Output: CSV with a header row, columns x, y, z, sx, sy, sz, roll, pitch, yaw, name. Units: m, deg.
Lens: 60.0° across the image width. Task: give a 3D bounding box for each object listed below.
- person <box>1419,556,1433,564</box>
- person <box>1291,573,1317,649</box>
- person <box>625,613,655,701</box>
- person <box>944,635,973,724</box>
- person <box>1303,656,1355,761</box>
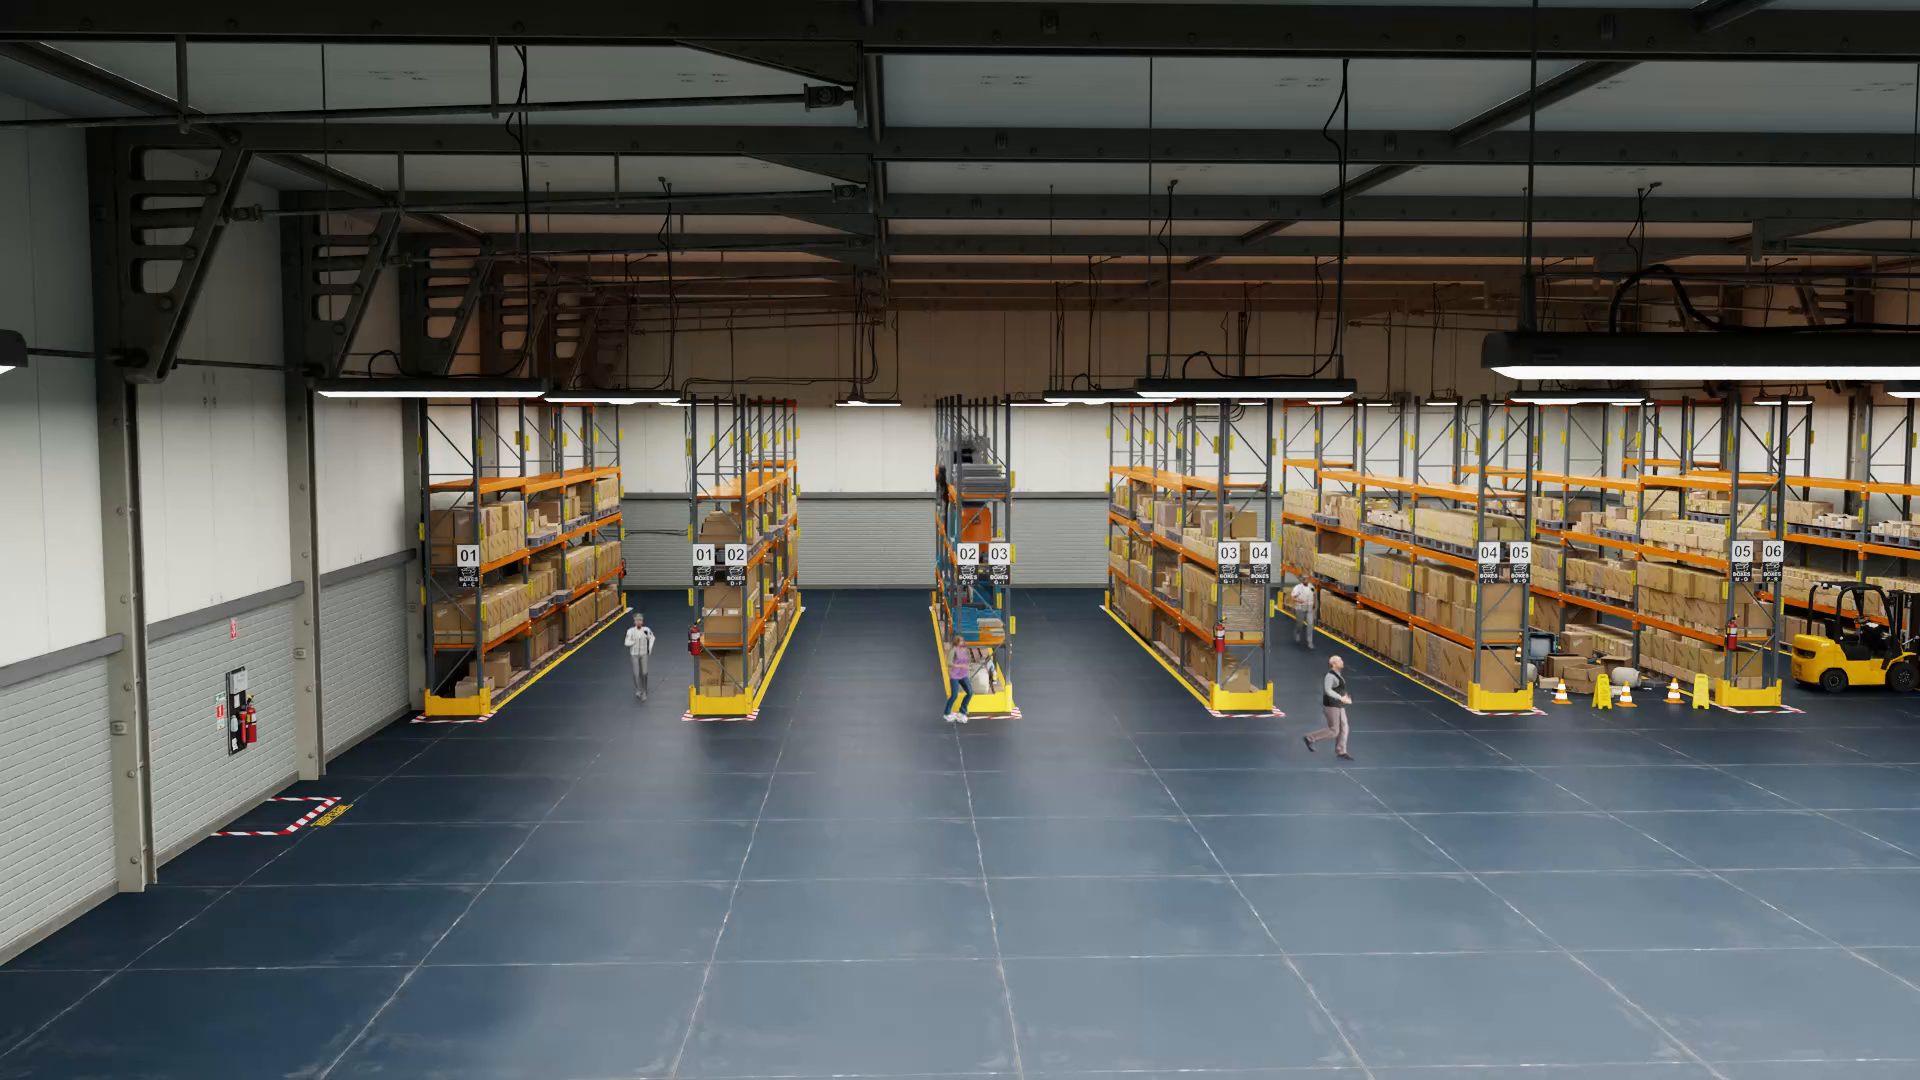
x,y,z,sx,sy,sz,roll,pitch,yaw,name
13.734,0.984,49.300,0.670,1.731,0.691,1,5,11,person
8.300,1.671,40.080,0.680,1.787,0.984,0,5,-6,person
-6.306,2.302,32.782,0.592,1.734,0.684,-1,5,-12,person
-0.013,2.544,30.338,0.543,1.603,0.589,-4,6,-44,person
6.080,2.744,27.246,0.821,1.716,0.669,2,5,25,person
